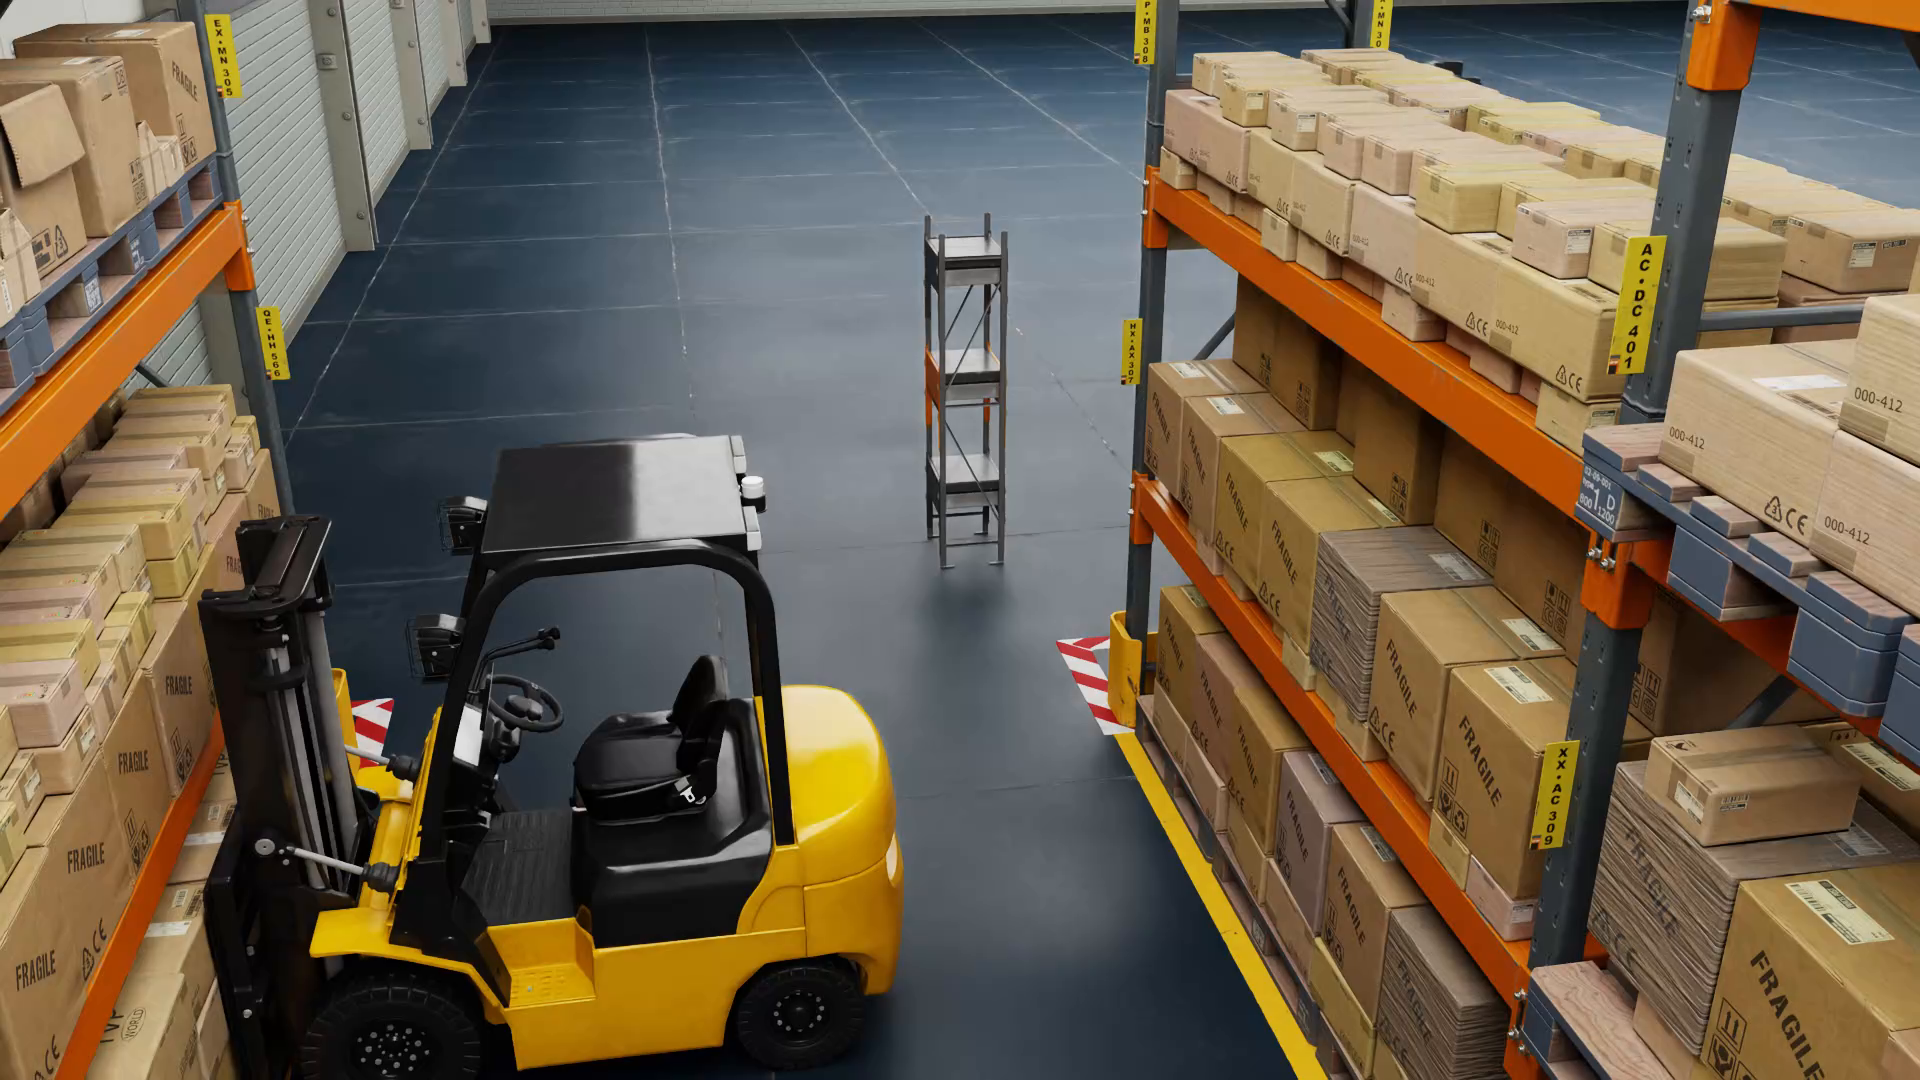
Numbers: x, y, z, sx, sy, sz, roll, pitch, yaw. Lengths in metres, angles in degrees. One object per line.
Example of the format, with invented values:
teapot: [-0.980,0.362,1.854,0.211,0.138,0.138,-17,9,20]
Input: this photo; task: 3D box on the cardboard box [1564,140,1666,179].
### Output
cardboard box: [2.128,-1.150,5.204,0.380,0.149,0.250,-5,24,-12]

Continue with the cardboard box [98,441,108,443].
cardboard box: [-3.709,-0.368,6.909,0.380,0.149,0.250,-5,24,-11]

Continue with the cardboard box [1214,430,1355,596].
cardboard box: [1.370,-0.118,6.775,0.500,0.500,0.500,-5,24,-11]

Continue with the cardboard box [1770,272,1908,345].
cardboard box: [2.288,-0.608,4.463,0.500,0.250,0.500,-5,24,-11]

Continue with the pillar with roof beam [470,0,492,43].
pillar with roof beam: [-5.591,-14.705,33.176,9.100,9.000,0.400,-4,24,-10]

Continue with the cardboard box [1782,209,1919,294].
cardboard box: [2.363,-0.746,4.280,0.380,0.149,0.250,-5,24,-11]

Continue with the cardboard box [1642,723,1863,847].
cardboard box: [1.840,0.567,3.873,0.380,0.149,0.250,-4,24,-10]

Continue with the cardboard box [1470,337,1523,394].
cardboard box: [1.711,-0.539,4.801,0.380,0.149,0.250,-4,24,-9]

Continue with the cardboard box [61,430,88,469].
cardboard box: [-3.587,-0.301,6.383,0.380,0.149,0.250,-4,24,-9]

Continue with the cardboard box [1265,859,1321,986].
cardboard box: [1.529,1.473,6.540,0.500,0.250,0.500,-4,24,-9]

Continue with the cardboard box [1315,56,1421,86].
cardboard box: [1.723,-1.956,7.050,0.380,0.149,0.250,-4,24,-9]

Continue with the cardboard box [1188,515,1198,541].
cardboard box: [1.250,-0.074,7.484,0.380,0.149,0.250,-5,24,-11]

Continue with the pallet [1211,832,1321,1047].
pallet: [1.712,1.563,6.908,1.003,0.211,1.213,-4,24,-10]

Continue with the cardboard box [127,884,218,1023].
cardboard box: [-2.746,1.395,5.469,0.500,0.250,0.500,-3,24,-8]

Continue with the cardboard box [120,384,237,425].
cardboard box: [-3.244,-0.531,6.912,0.380,0.149,0.250,-4,24,-10]

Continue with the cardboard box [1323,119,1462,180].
cardboard box: [1.446,-1.309,5.569,0.380,0.149,0.250,-4,24,-9]

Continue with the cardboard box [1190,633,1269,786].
cardboard box: [1.344,0.730,7.304,0.500,0.500,0.500,-5,24,-12]

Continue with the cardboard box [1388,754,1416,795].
cardboard box: [1.684,0.734,5.637,0.380,0.149,0.250,-5,24,-10]

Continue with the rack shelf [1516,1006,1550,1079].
rack shelf: [2.470,2.144,2.993,1.077,0.370,4.000,-4,24,-10]

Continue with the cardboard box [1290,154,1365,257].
cardboard box: [1.470,-1.168,5.744,0.500,0.250,0.500,-4,24,-9]

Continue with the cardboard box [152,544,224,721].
cardboard box: [-2.986,0.357,6.059,0.500,0.500,0.500,-5,24,-11]

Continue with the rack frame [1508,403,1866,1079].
rack frame: [2.100,1.027,4.650,1.000,3.000,0.127,-4,24,-10]

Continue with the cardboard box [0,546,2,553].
cardboard box: [-3.541,0.143,5.739,0.380,0.149,0.250,-3,24,-8]

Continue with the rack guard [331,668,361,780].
rack guard: [-3.521,0.959,7.930,1.175,0.500,0.348,-4,24,-10]

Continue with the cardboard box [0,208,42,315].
cardboard box: [-2.753,-0.762,4.517,0.396,0.266,0.258,-5,24,-11]

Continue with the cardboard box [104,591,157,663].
cardboard box: [-2.844,0.298,5.384,0.380,0.149,0.250,-5,24,-11]

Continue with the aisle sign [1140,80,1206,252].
aisle sign: [1.044,-1.739,7.736,0.394,0.787,0.004,-4,24,-10]

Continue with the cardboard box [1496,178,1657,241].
cardboard box: [1.743,-0.912,4.660,0.380,0.149,0.250,-4,24,-8]

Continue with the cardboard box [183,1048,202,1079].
cardboard box: [-2.658,1.823,5.113,0.500,0.250,0.500,-4,24,-10]

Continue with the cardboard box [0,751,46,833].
cardboard box: [-2.703,0.706,4.451,0.380,0.149,0.250,-4,24,-10]

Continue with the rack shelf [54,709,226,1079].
rack shelf: [-3.147,0.939,5.751,1.077,0.370,4.000,-4,24,-10]

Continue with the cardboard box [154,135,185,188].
cardboard box: [-3.065,-1.372,6.059,0.380,0.149,0.250,-5,24,-11]

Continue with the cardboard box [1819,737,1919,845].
cardboard box: [2.411,0.817,4.110,0.500,0.500,0.500,-5,24,-11]

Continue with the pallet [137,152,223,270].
pallet: [-3.412,-1.231,6.184,1.003,0.211,1.213,-4,24,-10]

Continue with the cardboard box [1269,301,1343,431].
cardboard box: [1.756,-0.802,7.093,0.700,0.500,0.500,-4,24,-9]

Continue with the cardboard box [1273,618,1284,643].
cardboard box: [1.460,0.334,6.550,0.380,0.149,0.250,-5,24,-11]

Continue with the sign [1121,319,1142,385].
sign: [0.827,-0.903,7.987,0.100,0.325,0.005,-4,24,-10]

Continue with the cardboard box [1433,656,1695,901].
cardboard box: [1.773,0.689,4.929,0.500,0.500,0.500,-5,24,-11]

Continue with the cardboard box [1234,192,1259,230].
cardboard box: [1.324,-1.352,6.664,0.380,0.149,0.250,-4,24,-10]

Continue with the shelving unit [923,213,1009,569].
shelving unit: [0.031,-0.897,10.181,0.431,2.100,0.503,-4,24,-10]

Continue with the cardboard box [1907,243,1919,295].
cardboard box: [2.332,-0.482,3.396,0.500,0.250,0.500,-4,24,-9]

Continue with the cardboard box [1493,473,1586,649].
cardboard box: [2.159,-0.005,5.267,0.700,0.500,0.500,-4,24,-9]

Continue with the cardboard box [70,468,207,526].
cardboard box: [-2.962,-0.138,6.012,0.380,0.149,0.250,-4,24,-8]

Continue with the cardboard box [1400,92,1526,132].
cardboard box: [1.845,-1.551,6.124,0.380,0.149,0.250,-5,24,-11]

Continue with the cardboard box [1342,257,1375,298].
cardboard box: [1.550,-0.949,5.741,0.380,0.149,0.250,-5,24,-10]

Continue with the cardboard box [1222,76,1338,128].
cardboard box: [1.247,-1.711,6.490,0.380,0.149,0.250,-4,24,-10]

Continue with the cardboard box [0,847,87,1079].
cardboard box: [-2.603,1.156,4.230,0.500,0.500,0.500,-5,24,-11]

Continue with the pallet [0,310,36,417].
pallet: [-2.960,-0.272,3.987,1.003,0.211,1.213,-4,24,-10]

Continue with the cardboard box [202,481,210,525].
cardboard box: [-3.079,-0.102,6.299,0.380,0.149,0.250,-4,24,-10]

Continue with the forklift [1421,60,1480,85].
forklift: [3.315,-1.392,10.275,3.031,2.935,1.130,3,24,7]

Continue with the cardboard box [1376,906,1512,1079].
cardboard box: [1.727,1.538,5.454,0.500,0.500,0.500,-5,24,-10]

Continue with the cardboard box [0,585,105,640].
cardboard box: [-2.861,0.268,5.081,0.380,0.149,0.250,-4,24,-10]

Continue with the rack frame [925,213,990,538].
rack frame: [-0.015,-0.993,10.400,0.400,2.100,0.015,-4,24,-10]
